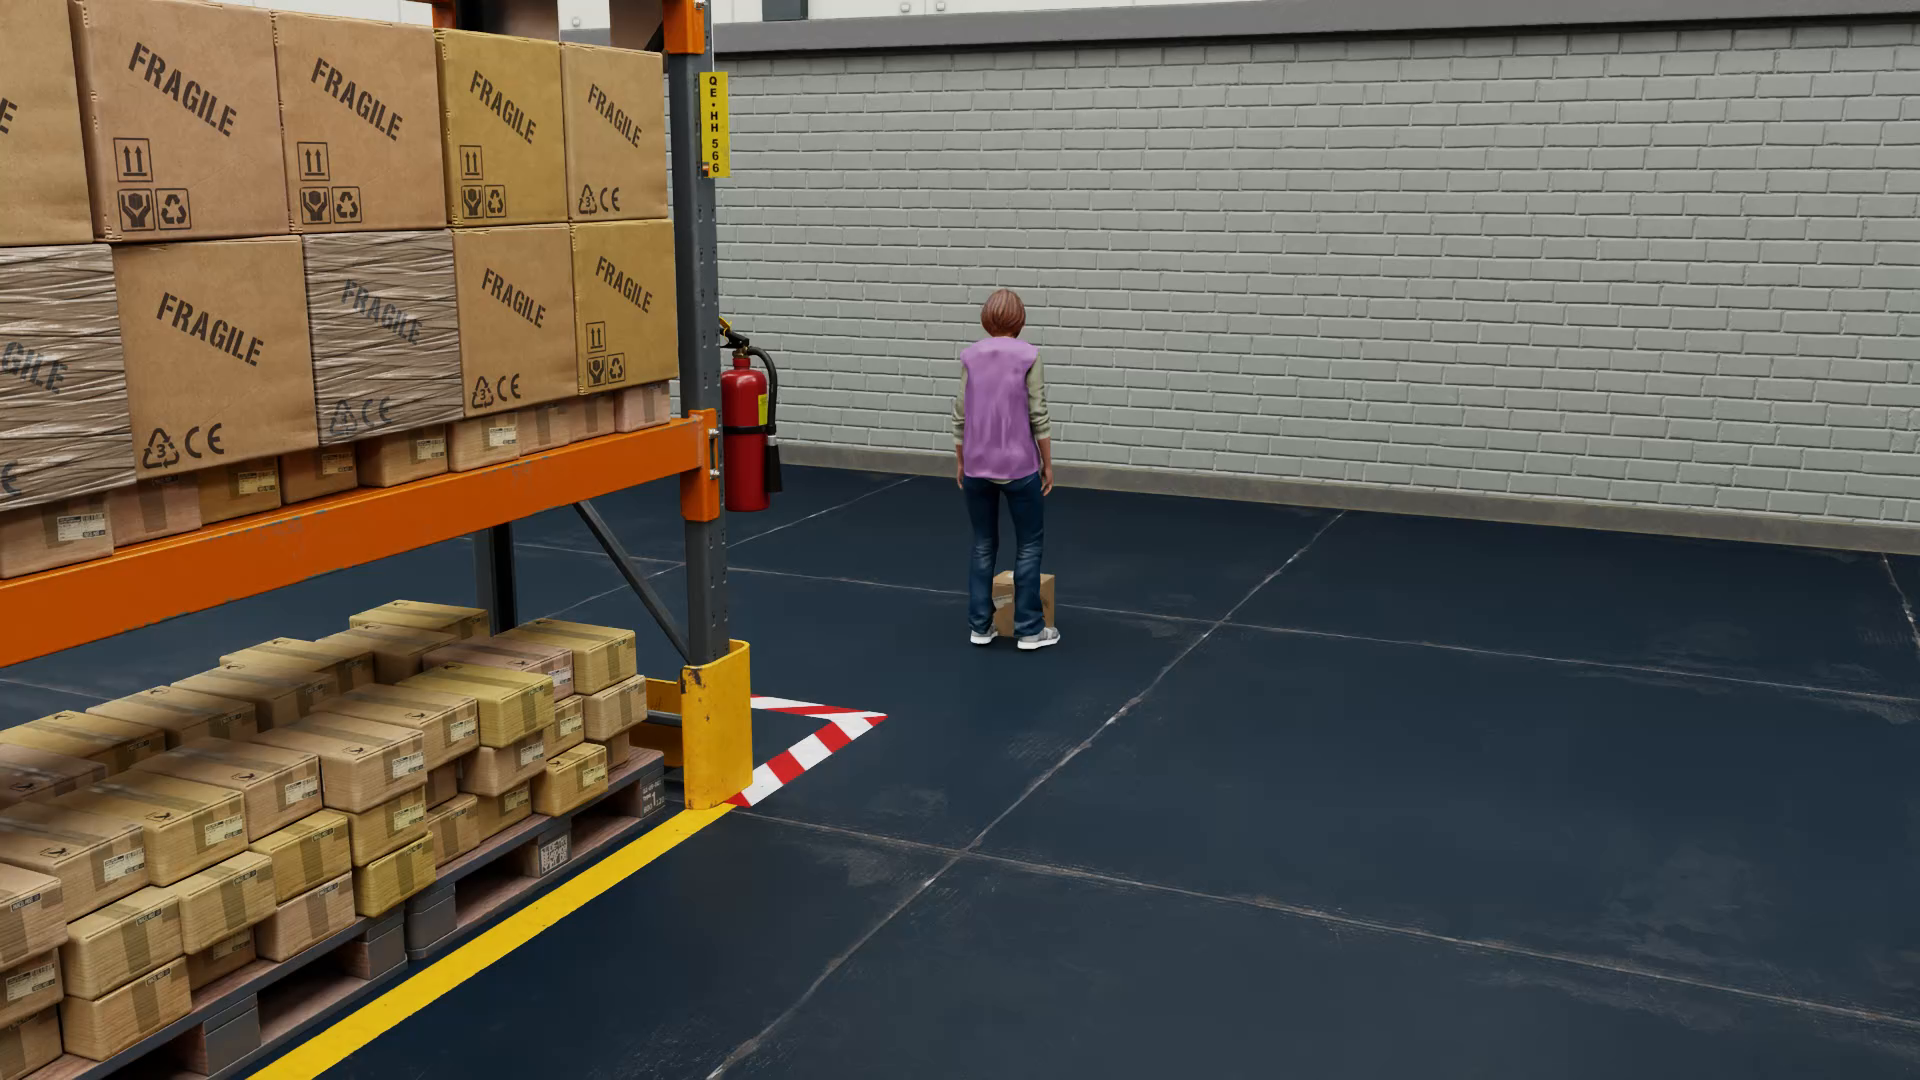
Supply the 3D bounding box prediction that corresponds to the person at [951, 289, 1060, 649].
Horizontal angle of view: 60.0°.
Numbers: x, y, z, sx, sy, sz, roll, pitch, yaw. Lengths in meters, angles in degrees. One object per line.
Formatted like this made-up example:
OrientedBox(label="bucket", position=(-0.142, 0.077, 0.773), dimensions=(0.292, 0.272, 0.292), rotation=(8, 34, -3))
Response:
OrientedBox(label="person", position=(0.195, -0.306, 7.383), dimensions=(0.469, 1.590, 0.348), rotation=(5, 13, 21))
